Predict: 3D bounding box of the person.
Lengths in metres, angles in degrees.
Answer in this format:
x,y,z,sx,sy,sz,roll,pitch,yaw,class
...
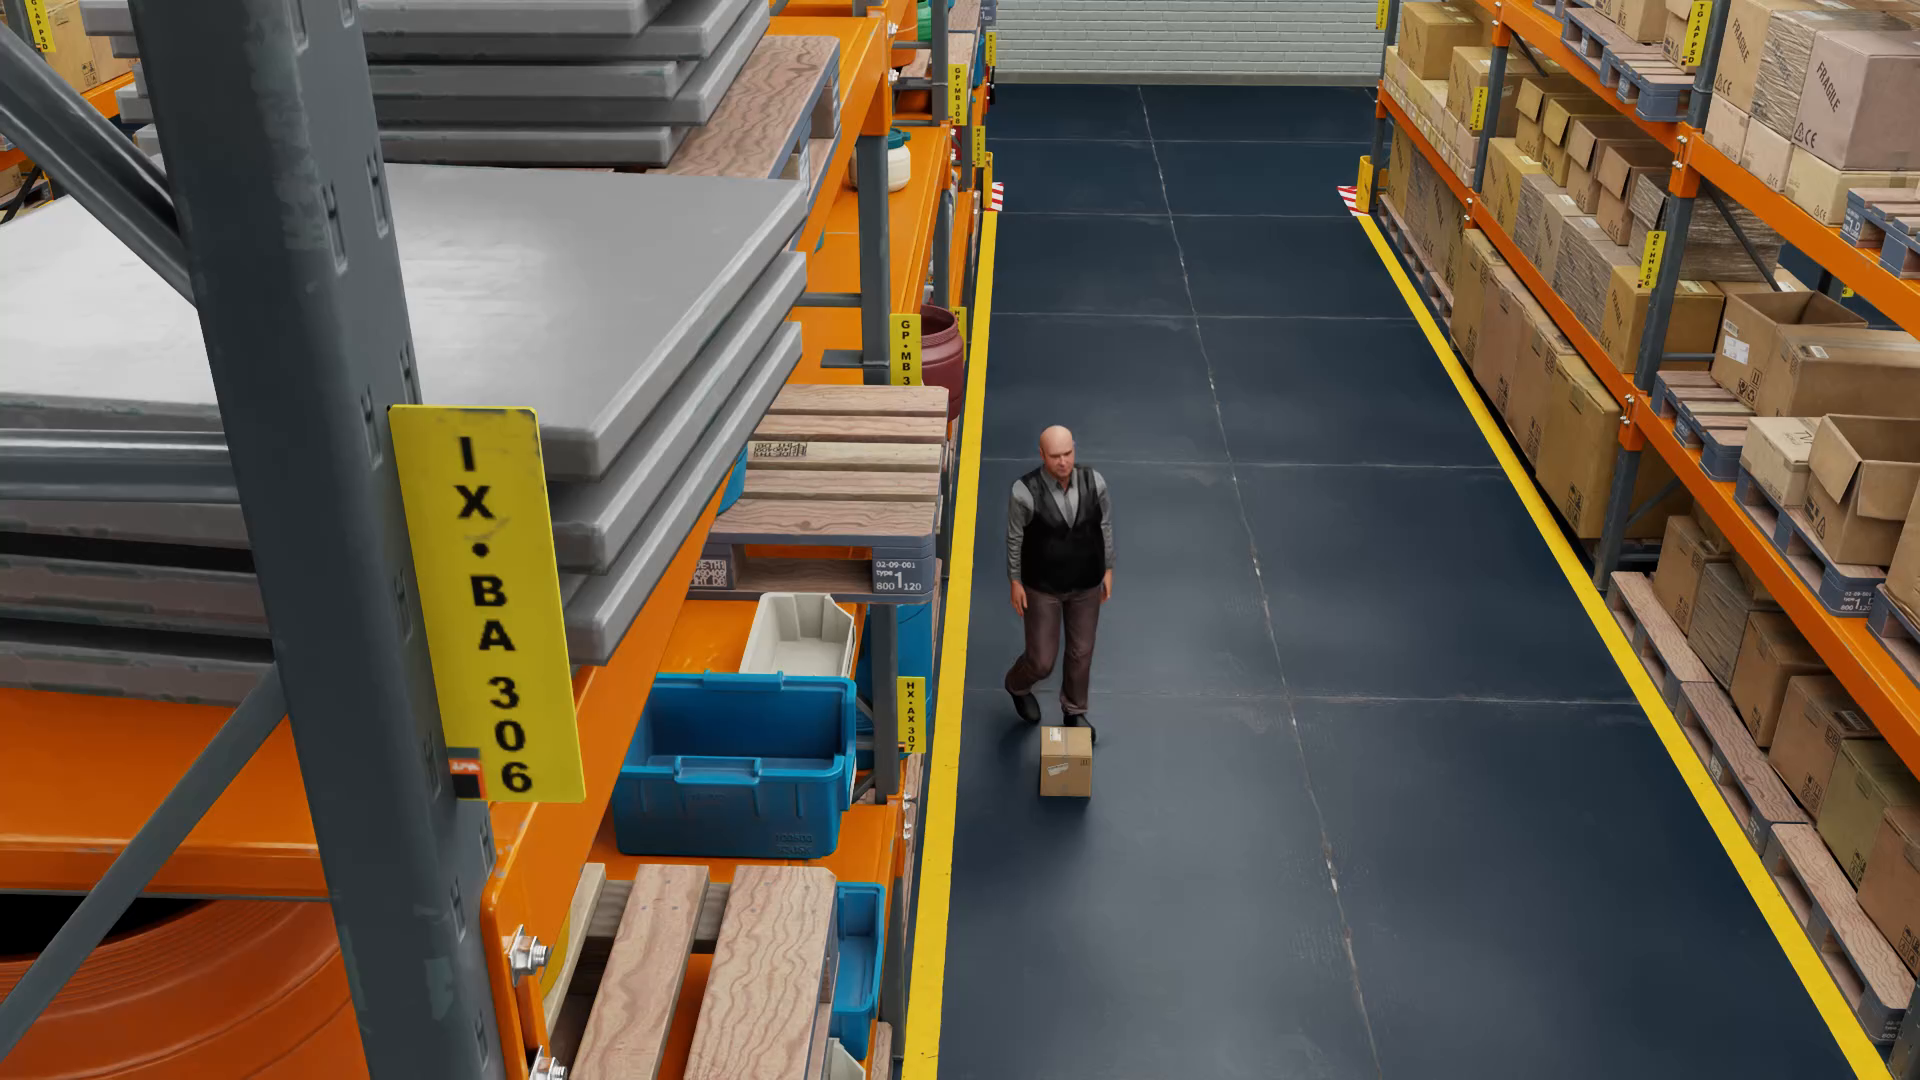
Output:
x,y,z,sx,sy,sz,roll,pitch,yaw,class
0.545,0.224,8.444,0.565,1.720,0.498,-7,29,-14,person
